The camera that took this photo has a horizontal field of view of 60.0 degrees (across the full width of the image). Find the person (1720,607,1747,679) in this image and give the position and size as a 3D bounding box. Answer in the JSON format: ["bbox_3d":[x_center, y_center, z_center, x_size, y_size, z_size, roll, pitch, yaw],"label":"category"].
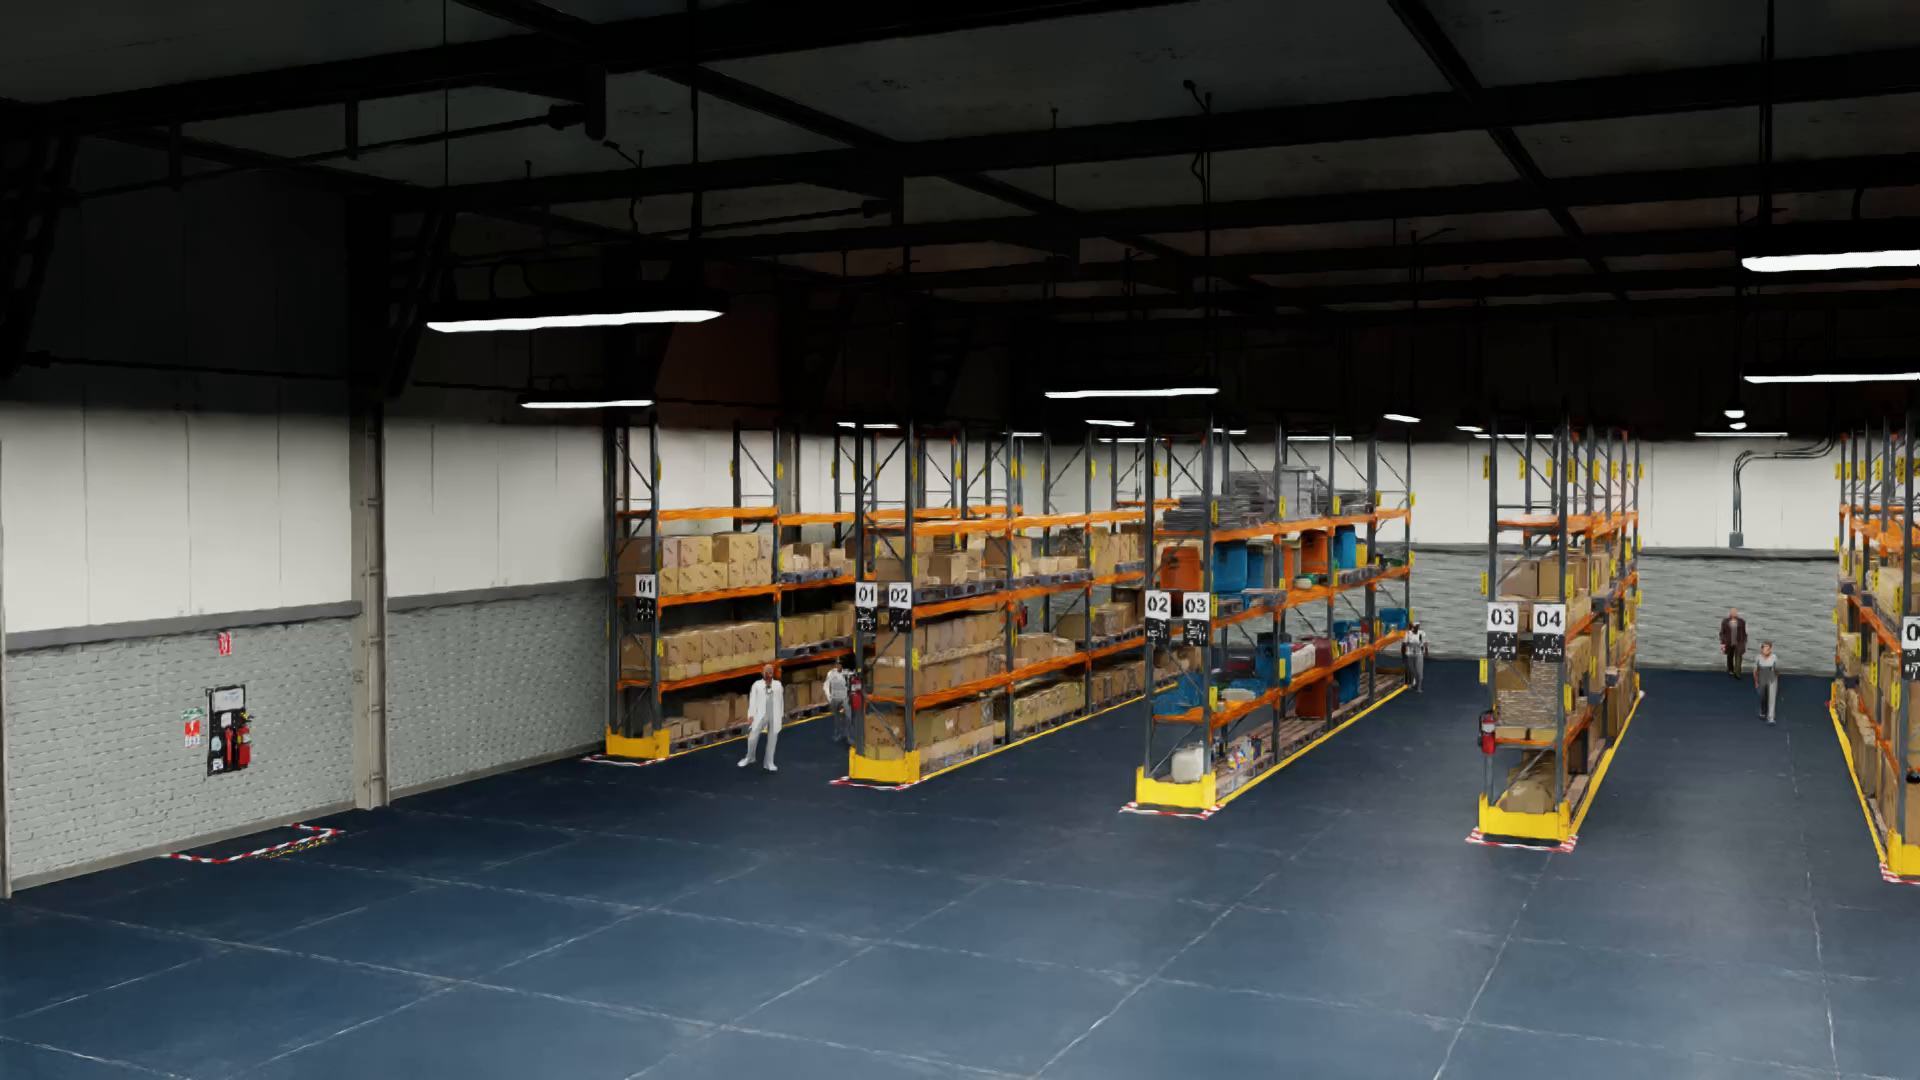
[{"bbox_3d":[18.533,2.458,39.866,0.585,1.698,1.193,1,3,28],"label":"person"}]

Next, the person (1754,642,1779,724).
[{"bbox_3d":[15.989,2.802,32.993,0.446,1.590,1.110,1,3,28],"label":"person"}]

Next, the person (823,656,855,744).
[{"bbox_3d":[-2.165,2.908,30.483,0.639,1.606,0.790,0,2,9],"label":"person"}]

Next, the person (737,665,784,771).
[{"bbox_3d":[-3.317,2.950,27.687,0.767,1.768,0.560,-1,2,-14],"label":"person"}]

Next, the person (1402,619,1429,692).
[{"bbox_3d":[10.333,2.600,37.727,0.584,1.637,0.659,1,3,17],"label":"person"}]
